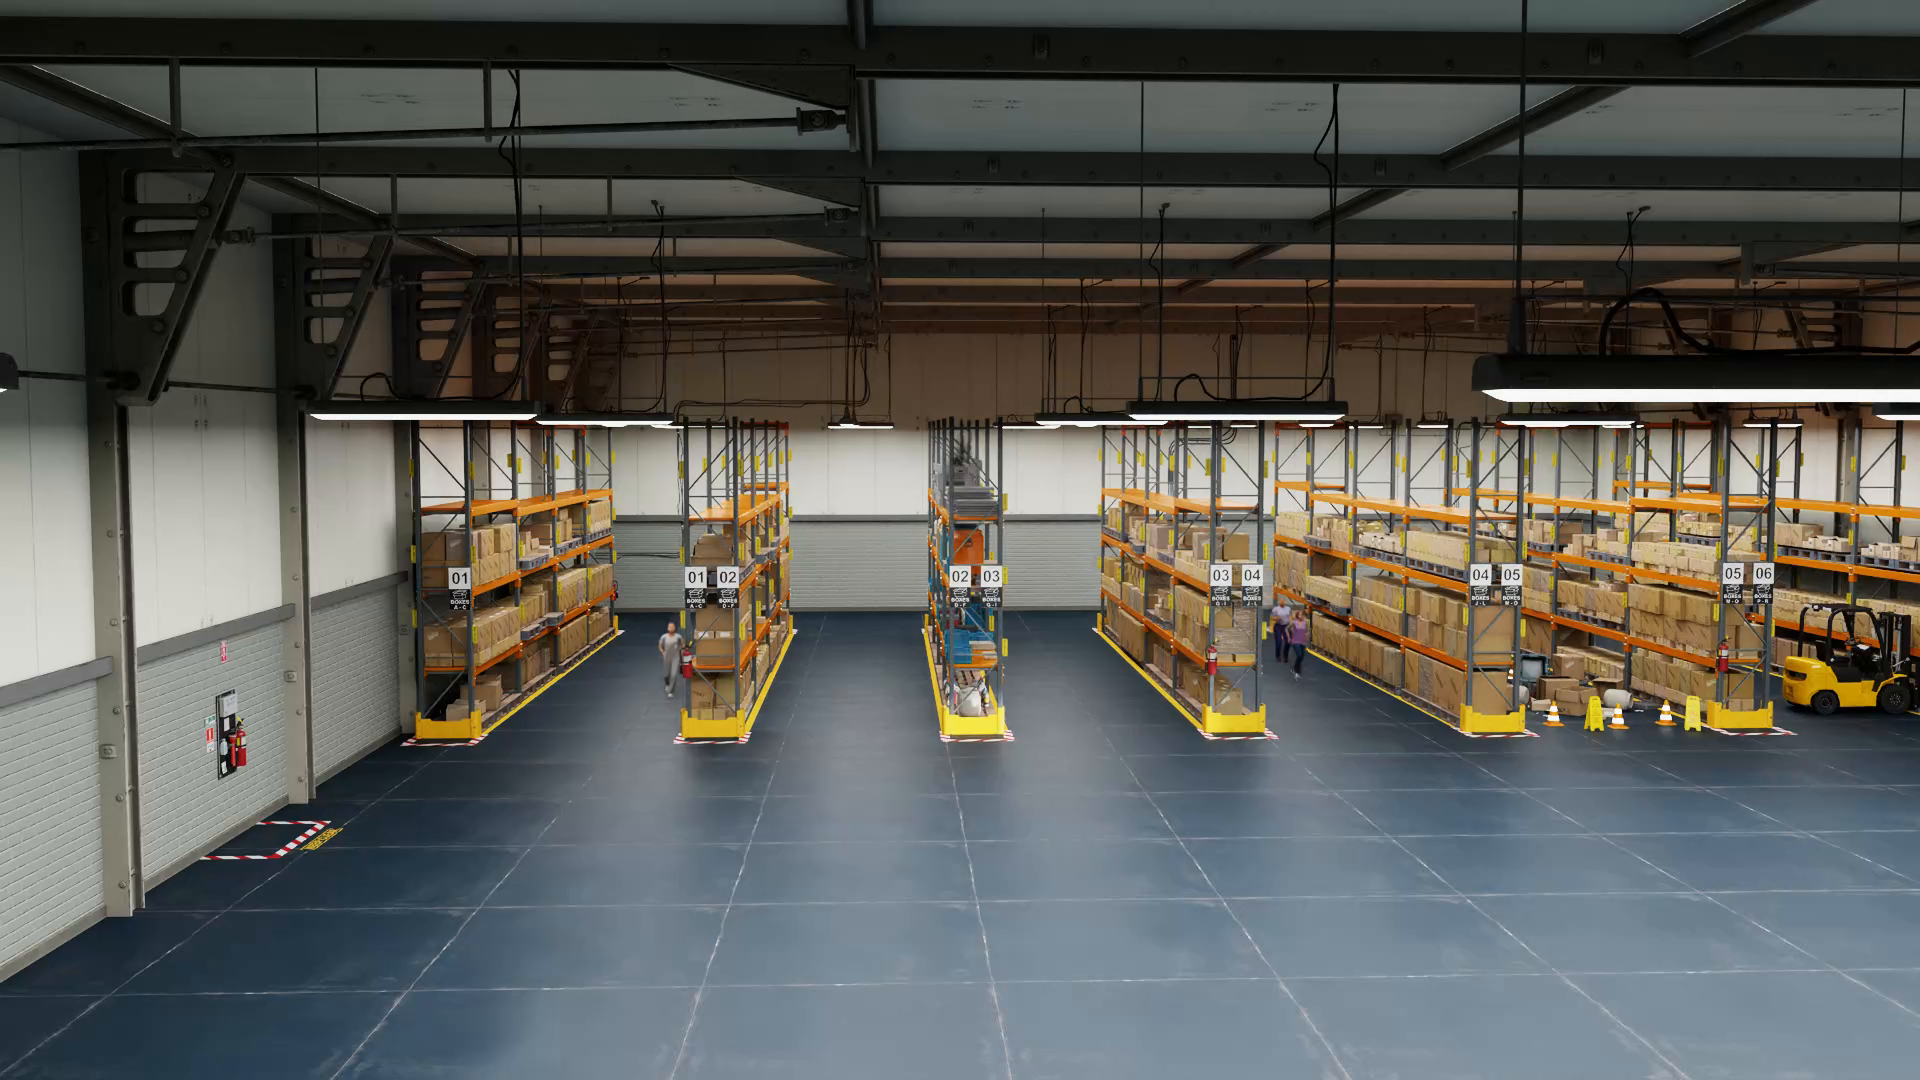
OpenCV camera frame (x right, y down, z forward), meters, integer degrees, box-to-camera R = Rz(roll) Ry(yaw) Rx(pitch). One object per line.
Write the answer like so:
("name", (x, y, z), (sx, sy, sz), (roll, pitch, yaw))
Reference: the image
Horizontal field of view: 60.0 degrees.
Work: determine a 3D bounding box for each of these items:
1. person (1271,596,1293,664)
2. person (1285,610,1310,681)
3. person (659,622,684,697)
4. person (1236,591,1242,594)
("person", (7.963, 2.237, 41.062), (0.583, 1.681, 0.660), (0, 4, 1))
("person", (7.807, 2.425, 38.307), (0.503, 1.627, 0.691), (-1, 4, -15))
("person", (-6.220, 2.568, 35.876), (0.549, 1.624, 0.558), (-1, 4, -10))
("person", (7.866, 1.836, 45.733), (0.677, 1.819, 0.888), (0, 4, 3))
